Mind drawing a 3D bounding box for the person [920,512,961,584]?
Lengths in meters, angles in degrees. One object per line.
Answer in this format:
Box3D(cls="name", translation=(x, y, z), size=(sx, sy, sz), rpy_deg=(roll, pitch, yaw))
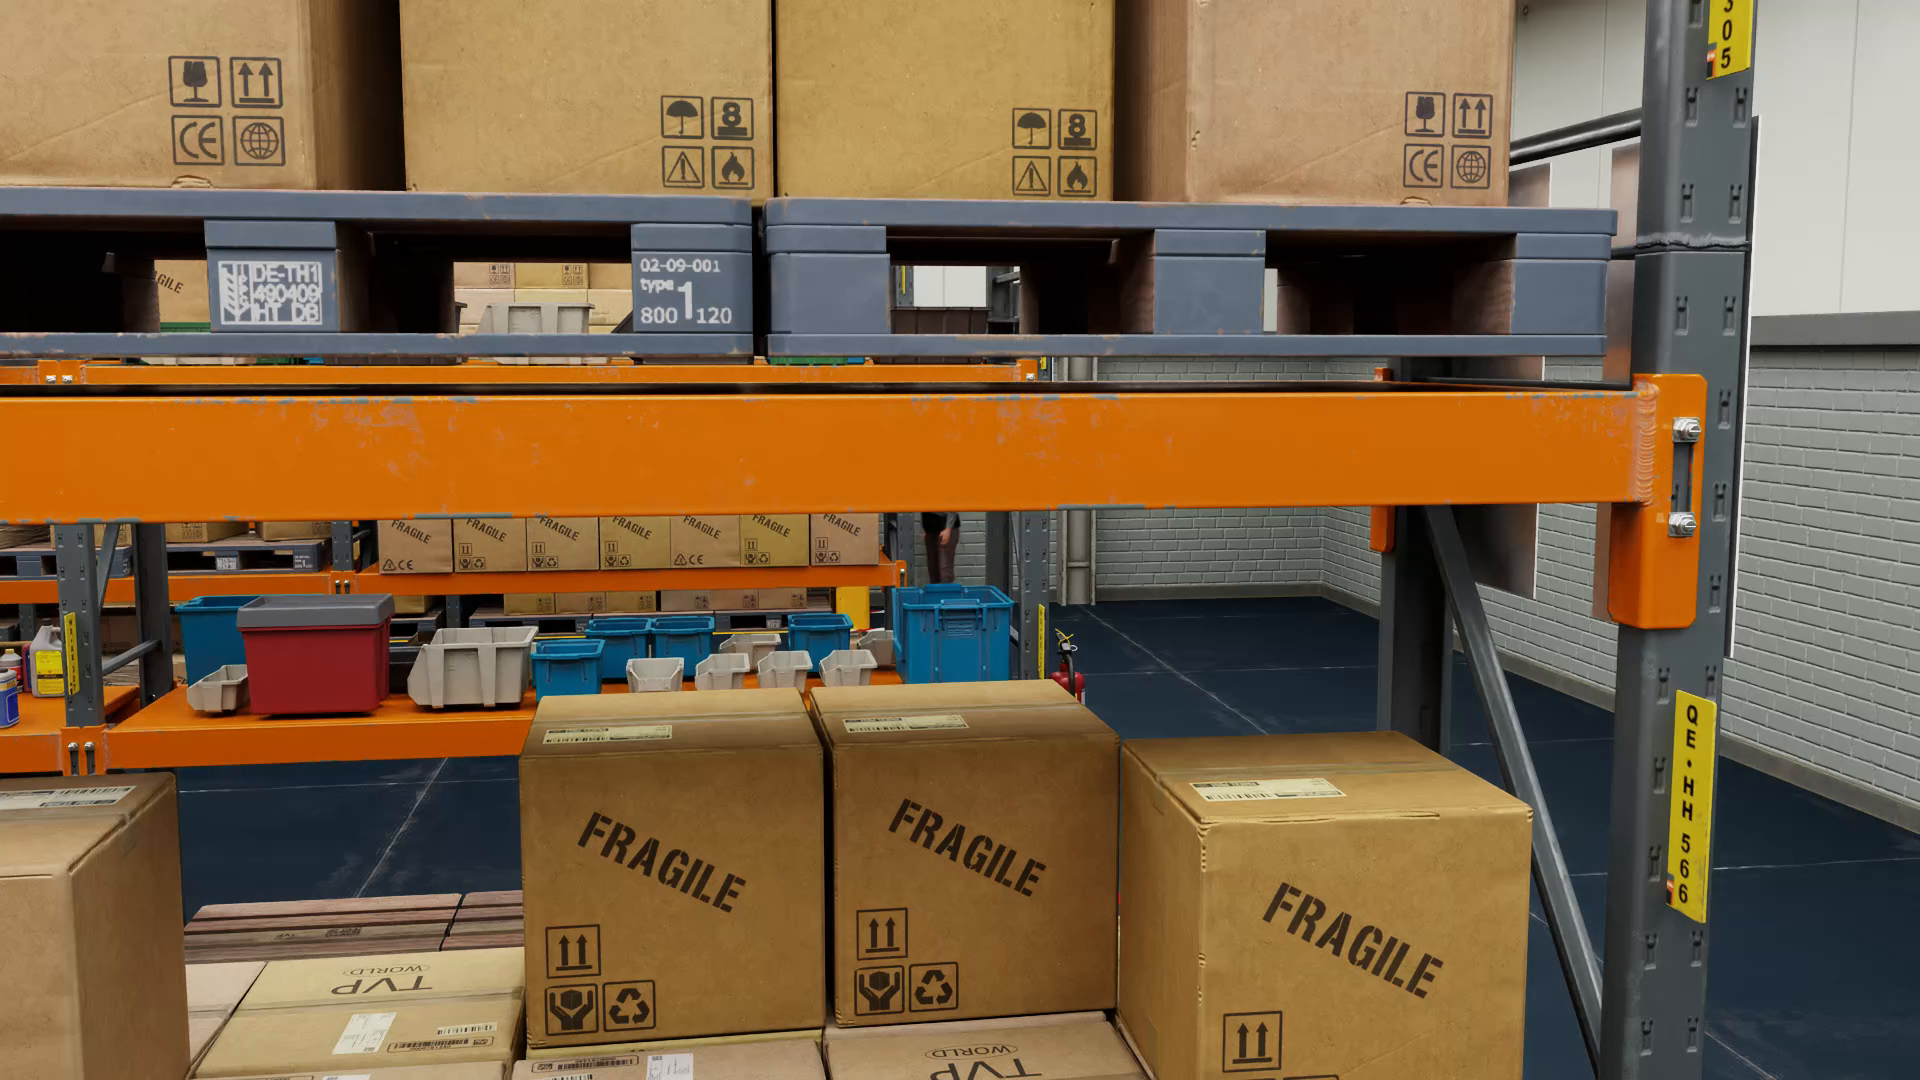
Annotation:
Box3D(cls="person", translation=(-0.268, -0.068, 18.171), size=(0.461, 1.731, 0.567), rpy_deg=(-5, 8, -39))
